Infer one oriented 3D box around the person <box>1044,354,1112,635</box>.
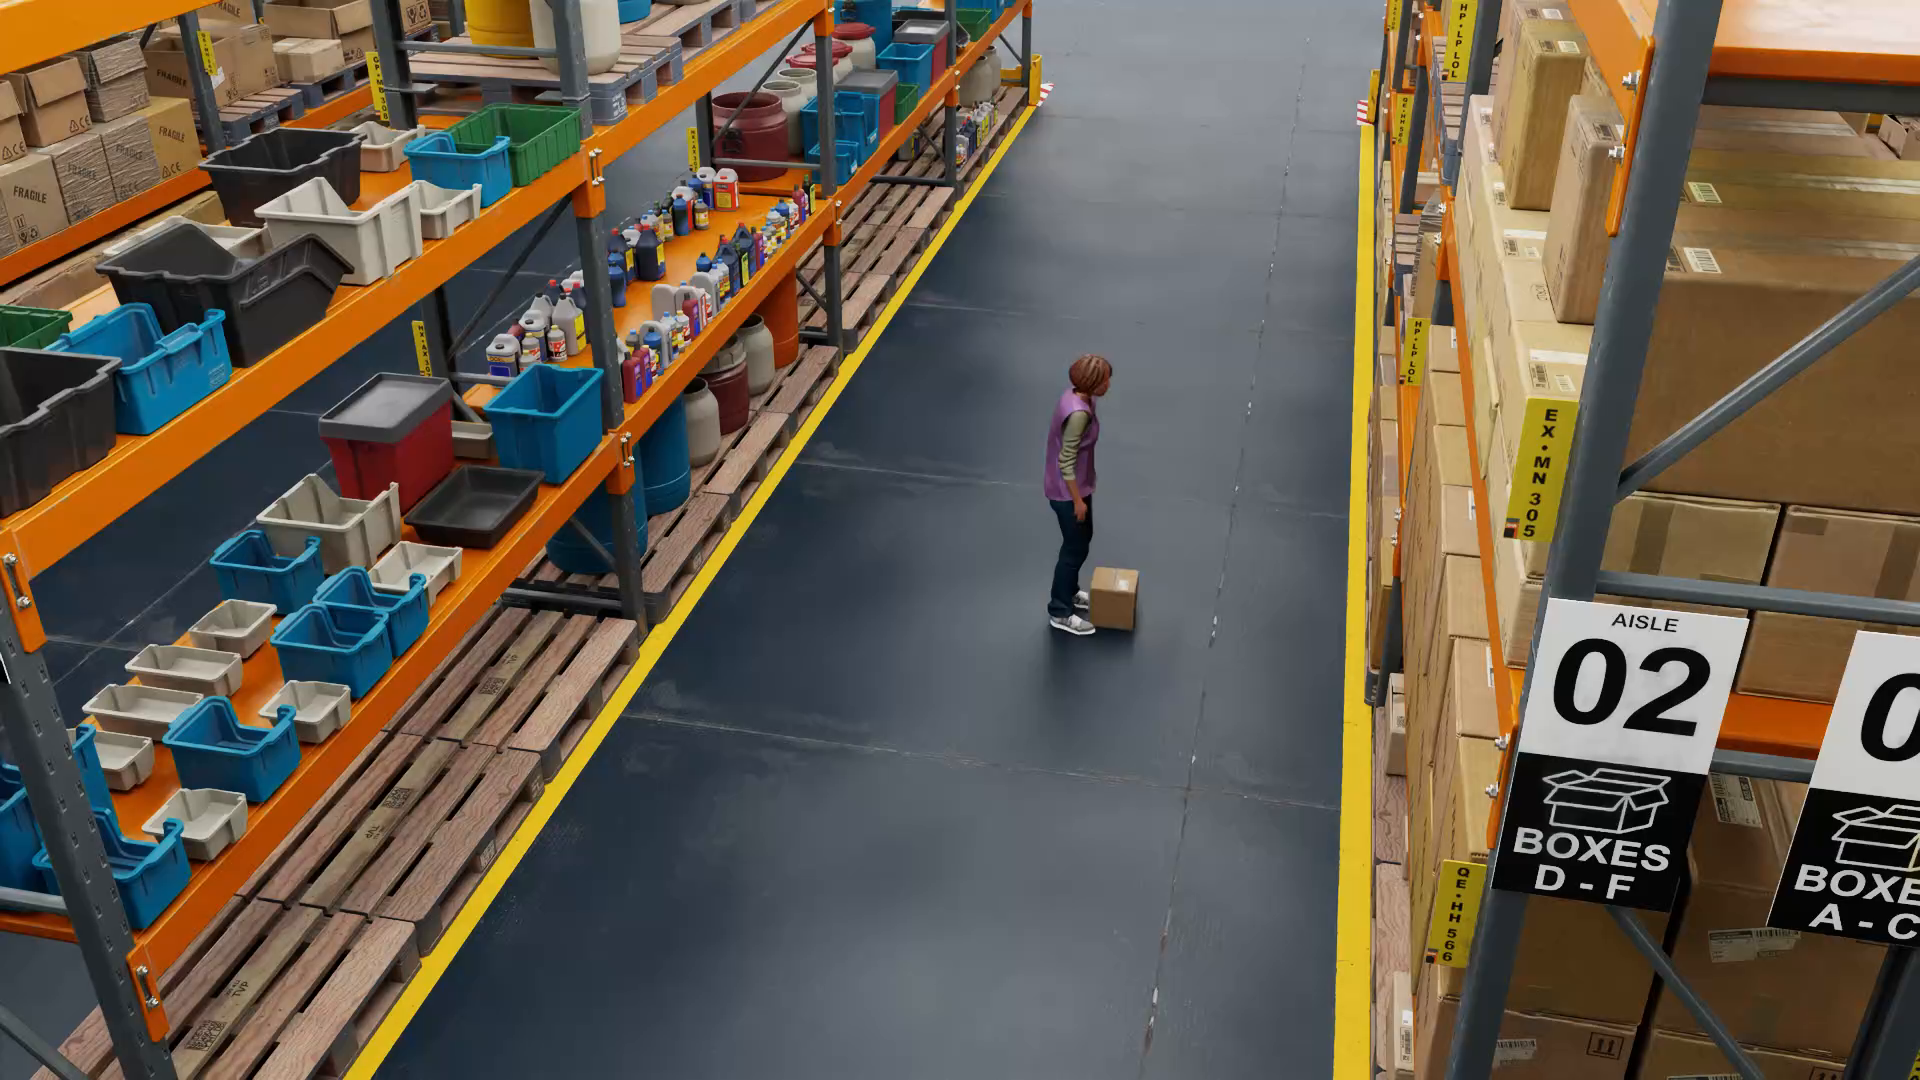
[{"bbox_3d":[0.629,-0.274,9.107,0.339,1.592,0.462,5,30,9],"label":"person"}]
